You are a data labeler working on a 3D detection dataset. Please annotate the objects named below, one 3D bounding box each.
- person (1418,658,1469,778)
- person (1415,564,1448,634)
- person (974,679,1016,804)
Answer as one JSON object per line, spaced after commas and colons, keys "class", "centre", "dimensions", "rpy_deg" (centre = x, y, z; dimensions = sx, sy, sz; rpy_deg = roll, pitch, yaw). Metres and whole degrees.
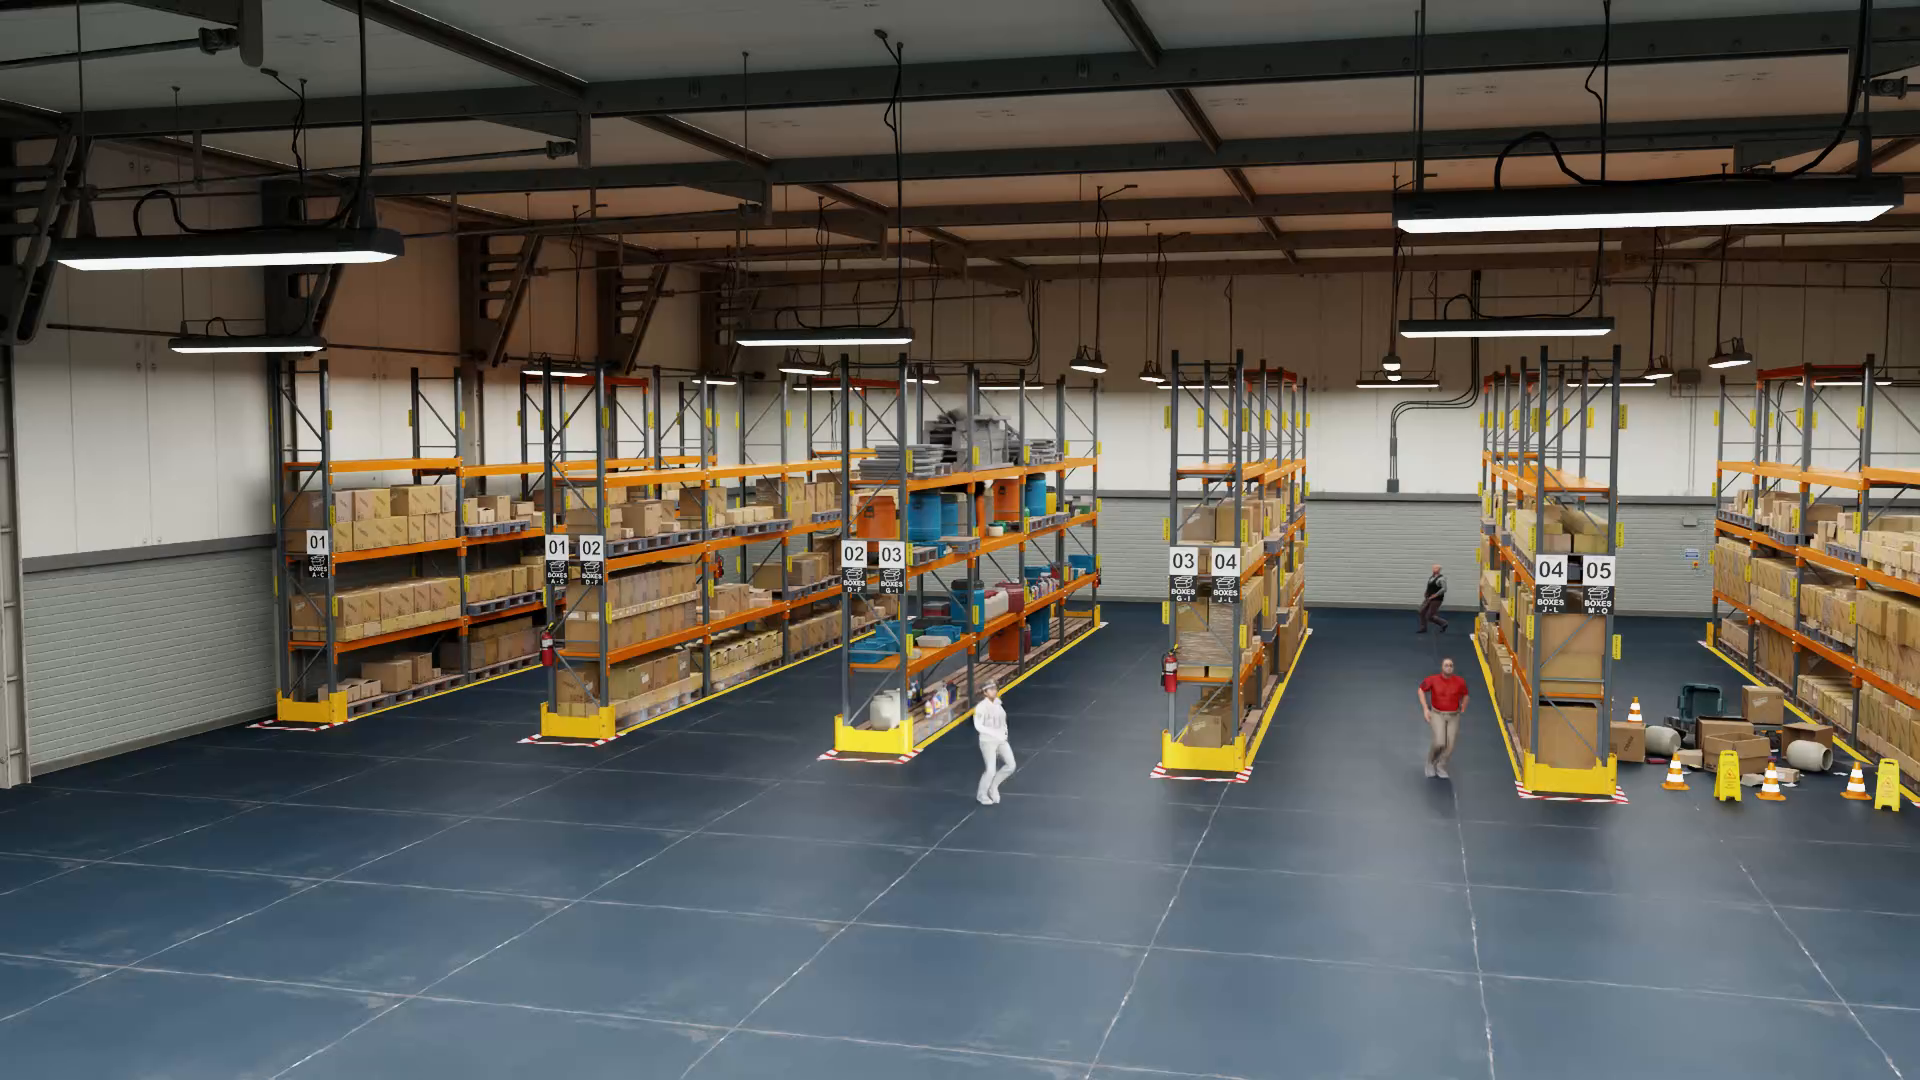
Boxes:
{"class": "person", "centre": [6.771, 2.493, 23.152], "dimensions": [0.667, 1.703, 0.614], "rpy_deg": [0, 4, -2]}
{"class": "person", "centre": [11.060, 1.388, 38.864], "dimensions": [0.711, 1.664, 0.690], "rpy_deg": [-1, 4, -12]}
{"class": "person", "centre": [0.452, 2.615, 21.623], "dimensions": [0.628, 1.655, 0.593], "rpy_deg": [-4, 5, -41]}
